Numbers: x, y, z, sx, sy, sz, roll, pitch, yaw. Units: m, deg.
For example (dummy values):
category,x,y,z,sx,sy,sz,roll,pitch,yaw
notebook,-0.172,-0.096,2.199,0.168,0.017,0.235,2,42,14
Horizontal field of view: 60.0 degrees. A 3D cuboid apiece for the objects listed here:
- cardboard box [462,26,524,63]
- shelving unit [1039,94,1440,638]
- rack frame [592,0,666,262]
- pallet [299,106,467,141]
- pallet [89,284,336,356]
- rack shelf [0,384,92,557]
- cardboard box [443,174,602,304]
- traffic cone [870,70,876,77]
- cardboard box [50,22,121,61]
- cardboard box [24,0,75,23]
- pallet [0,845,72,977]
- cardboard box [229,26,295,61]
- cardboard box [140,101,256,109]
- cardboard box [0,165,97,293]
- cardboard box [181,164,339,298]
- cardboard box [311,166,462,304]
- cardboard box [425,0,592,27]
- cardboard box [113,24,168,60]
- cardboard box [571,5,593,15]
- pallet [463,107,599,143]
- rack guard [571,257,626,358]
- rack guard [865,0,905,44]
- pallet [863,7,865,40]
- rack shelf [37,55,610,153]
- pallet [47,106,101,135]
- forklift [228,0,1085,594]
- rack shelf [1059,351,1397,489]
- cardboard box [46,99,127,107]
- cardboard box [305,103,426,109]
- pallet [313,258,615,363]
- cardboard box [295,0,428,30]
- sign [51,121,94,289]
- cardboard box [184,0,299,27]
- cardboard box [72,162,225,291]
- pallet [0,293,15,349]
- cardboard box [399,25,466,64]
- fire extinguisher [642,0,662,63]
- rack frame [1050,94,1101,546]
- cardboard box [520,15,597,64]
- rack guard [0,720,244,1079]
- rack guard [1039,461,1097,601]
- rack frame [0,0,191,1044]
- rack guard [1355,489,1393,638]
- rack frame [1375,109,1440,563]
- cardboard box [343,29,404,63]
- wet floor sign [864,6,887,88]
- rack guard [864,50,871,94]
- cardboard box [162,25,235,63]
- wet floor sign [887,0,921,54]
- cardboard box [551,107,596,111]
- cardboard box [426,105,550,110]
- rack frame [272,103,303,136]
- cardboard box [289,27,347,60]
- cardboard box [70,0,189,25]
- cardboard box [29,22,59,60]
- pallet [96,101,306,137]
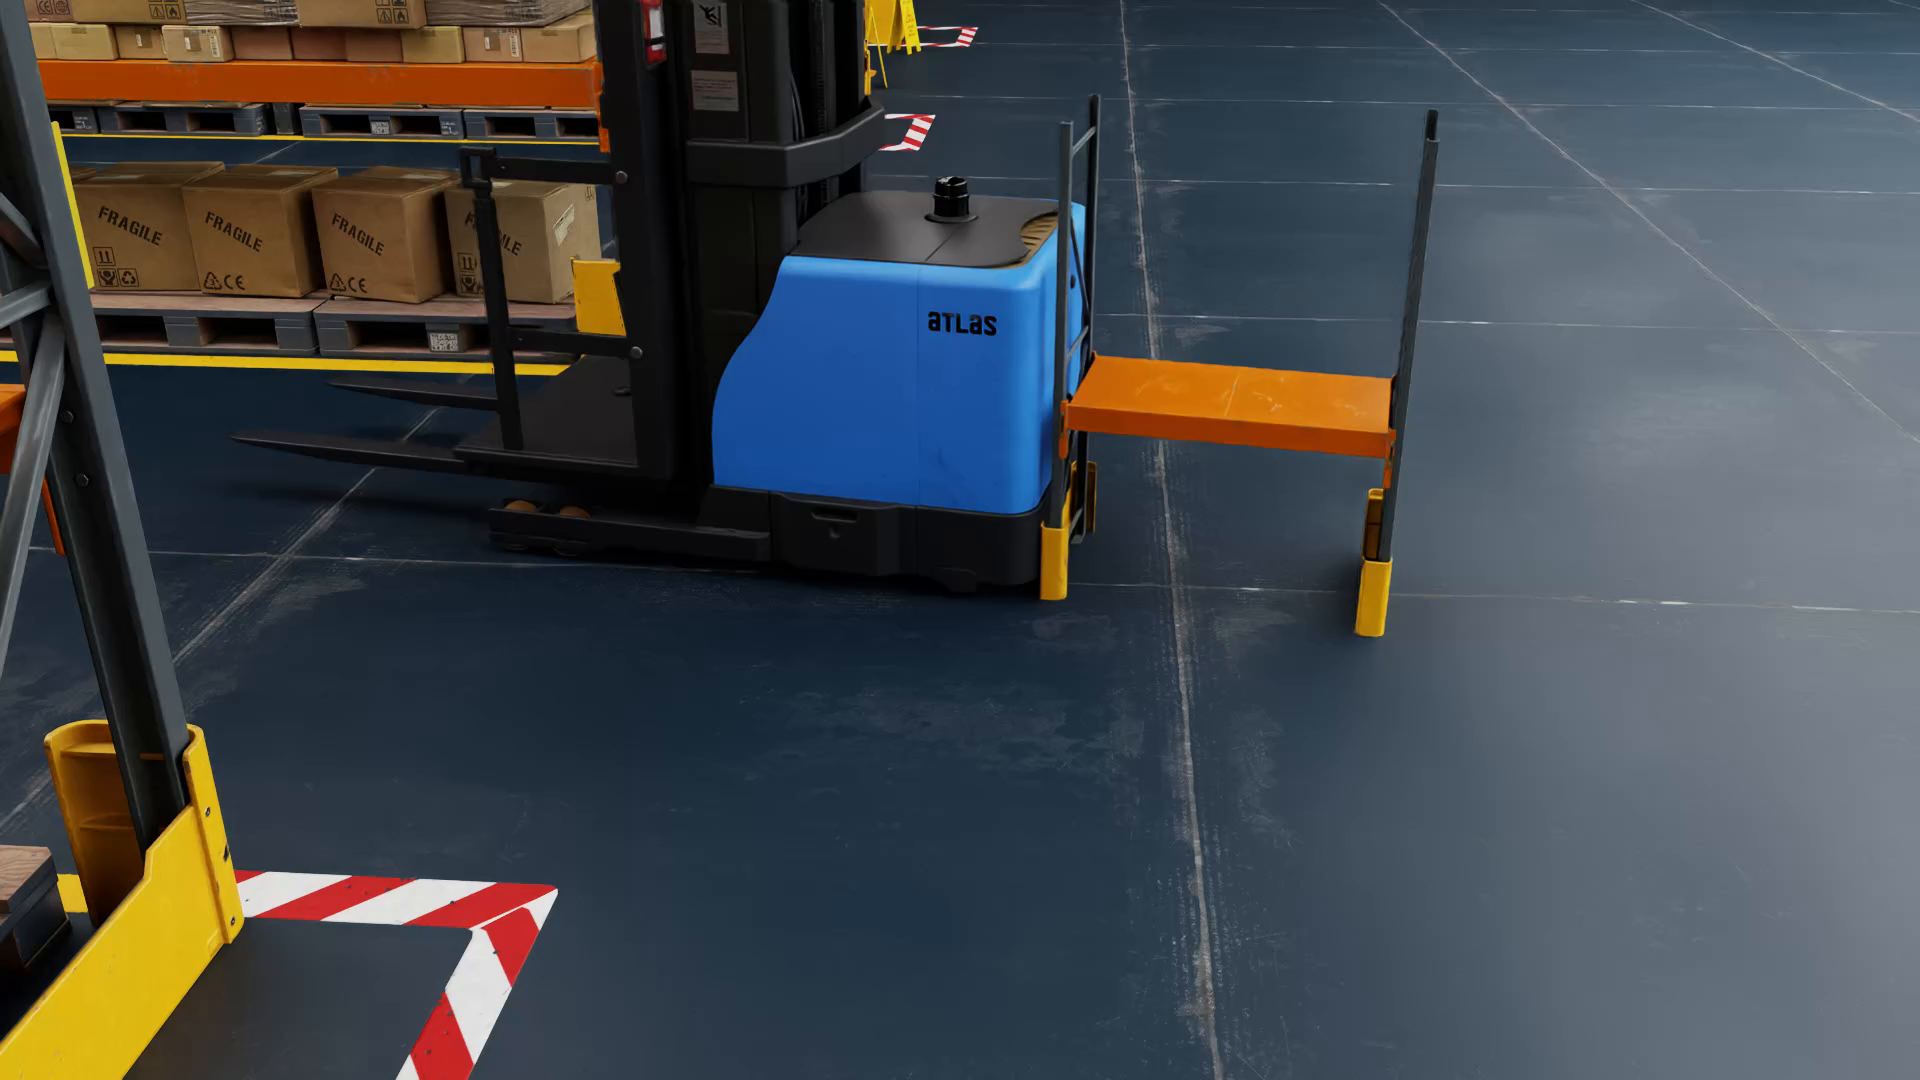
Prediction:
category,x,y,z,sx,sy,sz,roll,pitch,yaw
cardboard box,-1.951,-2.161,7.158,0.250,0.149,0.380,2,25,4
shelving unit,0.846,-0.555,5.162,1.083,1.500,0.587,6,25,13
rack frame,-1.402,-2.344,7.255,0.127,3.000,1.000,2,25,4
pallet,-4.158,-3.212,12.478,1.213,0.211,1.003,2,25,4
pallet,-3.498,-1.160,8.019,1.213,0.211,1.003,2,25,4
rack shelf,-3.775,-0.017,3.058,4.000,0.370,1.077,2,25,4
cardboard box,-2.023,-1.426,7.748,0.500,0.500,0.500,6,25,14
traffic cone,-0.917,-4.324,14.594,0.334,0.463,0.336,2,25,4
cardboard box,-3.702,-2.183,7.206,0.250,0.149,0.380,2,25,4
cardboard box,-3.944,-2.607,7.353,0.500,0.500,0.875,2,25,4
pallet,-2.670,0.976,3.376,1.213,0.211,1.003,2,25,4
cardboard box,-2.950,-2.186,7.212,0.250,0.149,0.380,2,25,4
cardboard box,-5.536,-3.687,12.363,0.750,0.750,1.050,2,25,4
cardboard box,-4.423,-1.482,7.871,0.500,0.500,0.500,10,27,21
cardboard box,-3.245,-1.459,7.820,0.500,0.500,0.500,4,25,9
cardboard box,-2.622,-1.431,7.759,0.500,0.500,0.500,8,26,18
cardboard box,-1.948,-2.553,7.235,0.500,0.500,0.875,2,25,4
cardboard box,-3.450,-2.194,7.230,0.250,0.149,0.380,2,25,4
cardboard box,-1.668,-2.338,7.543,0.250,0.149,0.380,2,25,4
pallet,-2.938,-3.174,12.395,1.213,0.211,1.003,2,25,4
rack guard,-1.478,-1.211,7.783,0.348,0.500,1.175,2,25,4
rack guard,-0.719,-5.341,16.759,0.348,0.500,1.175,2,25,4
pallet,-1.526,-5.250,16.908,1.213,0.211,1.003,2,25,4
rack shelf,-3.396,-2.081,7.544,4.000,0.370,1.077,2,25,4
pallet,-6.905,-3.300,12.669,1.213,0.211,1.003,2,25,4
forklift,-1.109,-1.481,5.462,3.031,2.935,1.130,6,25,13
rack shelf,0.855,-0.391,5.235,1.000,0.185,0.538,6,25,13
cardboard box,-6.497,-3.719,12.433,0.750,0.750,1.050,2,25,4
cardboard box,-4.288,-3.712,12.268,0.875,0.875,0.875,2,25,5
pallet,-2.285,-1.120,7.932,1.213,0.211,1.003,2,25,4
cardboard box,-2.456,-2.519,7.161,0.500,0.500,0.875,2,25,4
sign,-1.735,-0.634,3.209,0.005,0.325,0.100,2,25,4
cardboard box,-2.951,-2.553,7.235,0.500,0.500,0.875,2,25,4
cardboard box,-3.798,-1.495,7.899,0.500,0.500,0.500,0,25,-1
pallet,-4.718,-1.198,8.101,1.213,0.211,1.003,2,25,4
cardboard box,-2.204,-2.147,7.129,0.250,0.149,0.380,2,25,4
fire extinguisher,-1.323,-2.113,6.846,0.183,0.674,0.296,2,25,4
rack frame,0.362,-0.607,5.275,0.032,1.500,0.500,6,25,13
cardboard box,-1.702,-2.153,7.140,0.250,0.149,0.380,2,25,4
rack guard,-1.861,0.873,3.254,0.348,0.500,1.175,2,25,4
rack guard,0.363,-0.039,5.536,0.087,0.250,0.587,6,25,13
rack frame,-1.781,-0.279,2.769,0.127,3.000,1.000,2,25,4
rack guard,1.328,0.064,5.311,0.087,0.250,0.587,6,25,13
rack frame,1.347,-0.502,5.046,0.032,1.500,0.500,6,25,13
cardboard box,-2.452,-2.162,7.160,0.250,0.149,0.380,2,25,4
wet floor sign,-0.741,-4.162,14.024,0.232,0.644,0.267,-2,25,-5
rack guard,-0.898,-3.271,12.261,0.348,0.500,1.175,2,25,4
cardboard box,-3.206,-2.157,7.149,0.250,0.149,0.380,2,25,4
wet floor sign,-0.536,-4.952,15.741,0.232,0.644,0.267,11,27,22
cardboard box,-2.480,-3.655,12.144,0.875,0.875,0.875,1,25,3
cardboard box,-3.389,-3.685,12.209,0.875,0.875,0.875,2,25,4
rack frame,-4.910,-4.536,12.019,0.127,3.000,1.000,2,25,4
cardboard box,-2.699,-2.187,7.215,0.250,0.149,0.380,2,25,4
cardboard box,-3.449,-2.574,7.280,0.500,0.500,0.875,2,25,4
cardboard box,-3.951,-2.196,7.234,0.250,0.149,0.380,2,25,4
pallet,-5.685,-3.262,12.587,1.213,0.211,1.003,2,25,4
